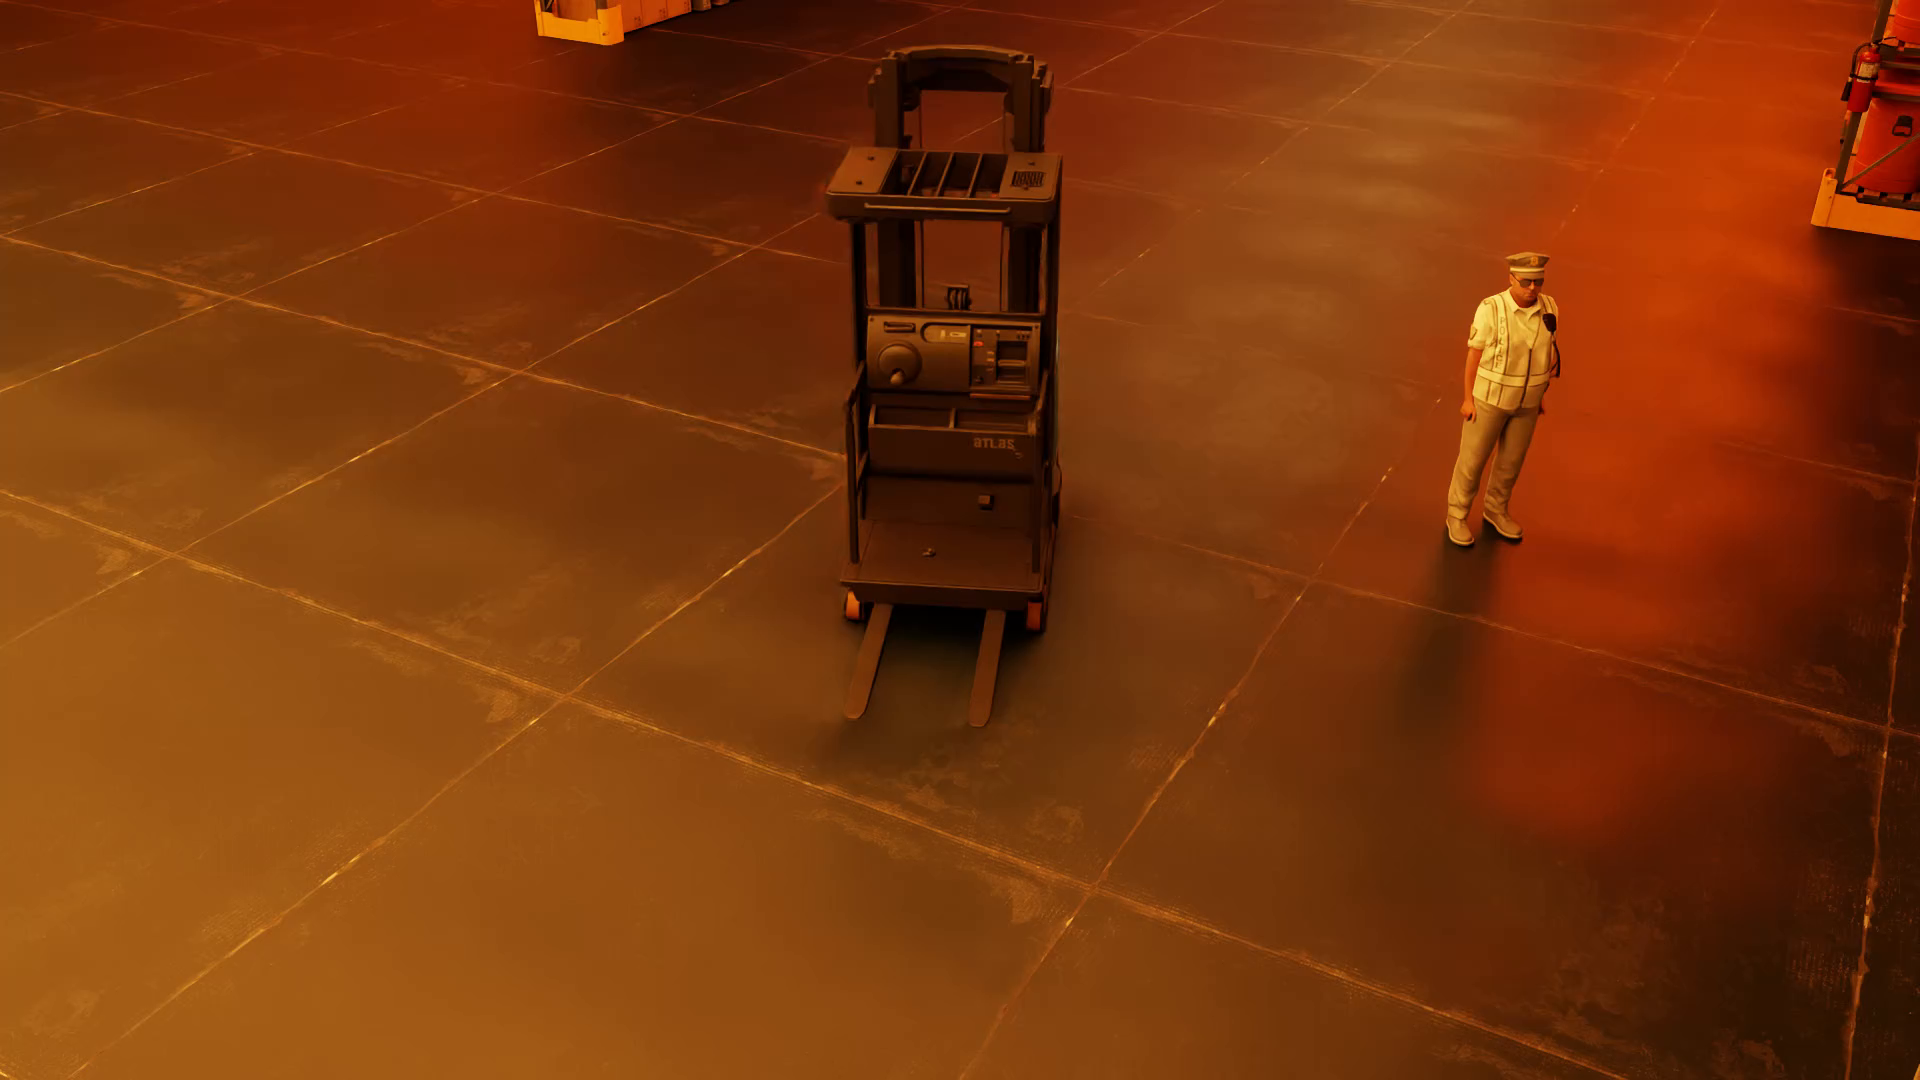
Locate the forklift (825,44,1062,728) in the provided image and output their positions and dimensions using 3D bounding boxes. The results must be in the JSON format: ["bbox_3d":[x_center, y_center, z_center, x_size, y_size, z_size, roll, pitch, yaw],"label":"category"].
[{"bbox_3d":[-0.055,-0.948,8.714,1.130,2.935,3.031,3,30,5],"label":"forklift"}]

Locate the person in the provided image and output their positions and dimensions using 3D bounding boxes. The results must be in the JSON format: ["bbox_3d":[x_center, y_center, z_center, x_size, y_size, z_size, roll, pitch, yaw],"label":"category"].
[{"bbox_3d":[3.181,-0.834,9.682,0.522,1.770,0.397,-6,31,-11],"label":"person"}]
